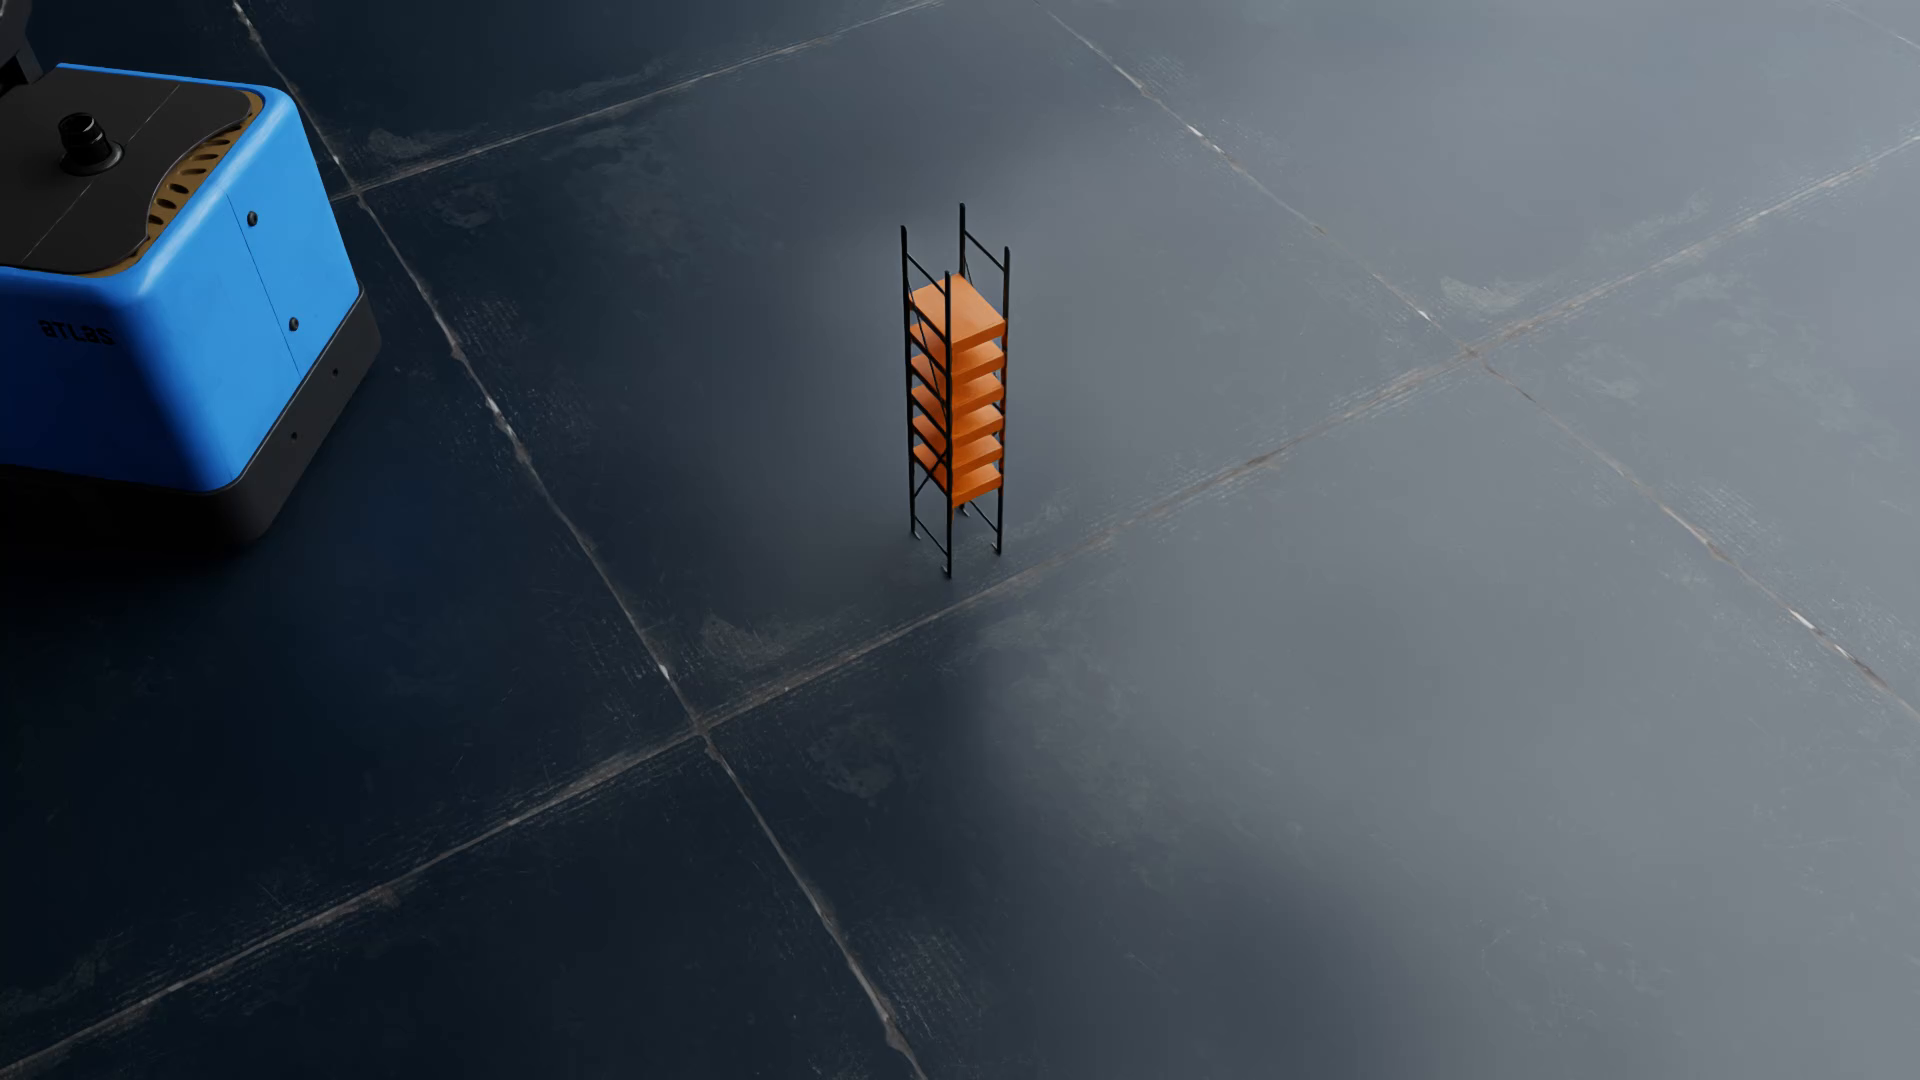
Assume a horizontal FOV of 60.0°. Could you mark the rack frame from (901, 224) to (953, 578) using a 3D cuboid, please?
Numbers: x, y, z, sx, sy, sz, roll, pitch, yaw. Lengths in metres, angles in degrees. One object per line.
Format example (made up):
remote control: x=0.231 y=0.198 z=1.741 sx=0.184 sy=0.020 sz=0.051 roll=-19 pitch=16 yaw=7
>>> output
rack frame: x=-0.090 y=-0.357 z=4.764 sx=0.006 sy=1.200 sz=0.240 roll=-25 pitch=53 yaw=-21

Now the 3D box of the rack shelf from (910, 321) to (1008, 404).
rack shelf: x=-0.012 y=-0.523 z=4.651 sx=0.180 sy=0.103 sz=0.258 roll=-25 pitch=53 yaw=-21

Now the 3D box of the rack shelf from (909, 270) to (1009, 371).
rack shelf: x=-0.012 y=-0.603 z=4.561 sx=0.180 sy=0.103 sz=0.258 roll=-25 pitch=53 yaw=-21

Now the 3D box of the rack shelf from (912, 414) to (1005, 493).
rack shelf: x=-0.012 y=-0.284 z=4.920 sx=0.180 sy=0.103 sz=0.258 roll=-25 pitch=53 yaw=-21

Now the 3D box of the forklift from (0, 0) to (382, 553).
forklift: x=-3.566 y=-1.482 z=4.607 sx=3.031 sy=2.935 sz=1.130 roll=8 pitch=49 yaw=7

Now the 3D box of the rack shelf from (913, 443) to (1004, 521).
rack shelf: x=-0.012 y=-0.204 z=5.009 sx=0.180 sy=0.103 sz=0.258 roll=-25 pitch=53 yaw=-21

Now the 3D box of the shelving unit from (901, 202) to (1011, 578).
shelving unit: x=-0.012 y=-0.393 z=4.797 sx=0.189 sy=1.200 sz=0.258 roll=-25 pitch=53 yaw=-21

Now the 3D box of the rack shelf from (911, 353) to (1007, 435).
rack shelf: x=-0.012 y=-0.444 z=4.740 sx=0.180 sy=0.103 sz=0.258 roll=-25 pitch=53 yaw=-21

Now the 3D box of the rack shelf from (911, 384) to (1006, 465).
rack shelf: x=-0.012 y=-0.364 z=4.830 sx=0.180 sy=0.103 sz=0.258 roll=-25 pitch=53 yaw=-21

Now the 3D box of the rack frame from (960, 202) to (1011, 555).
rack frame: x=0.065 y=-0.430 z=4.829 sx=0.006 sy=1.200 sz=0.240 roll=-25 pitch=53 yaw=-21
